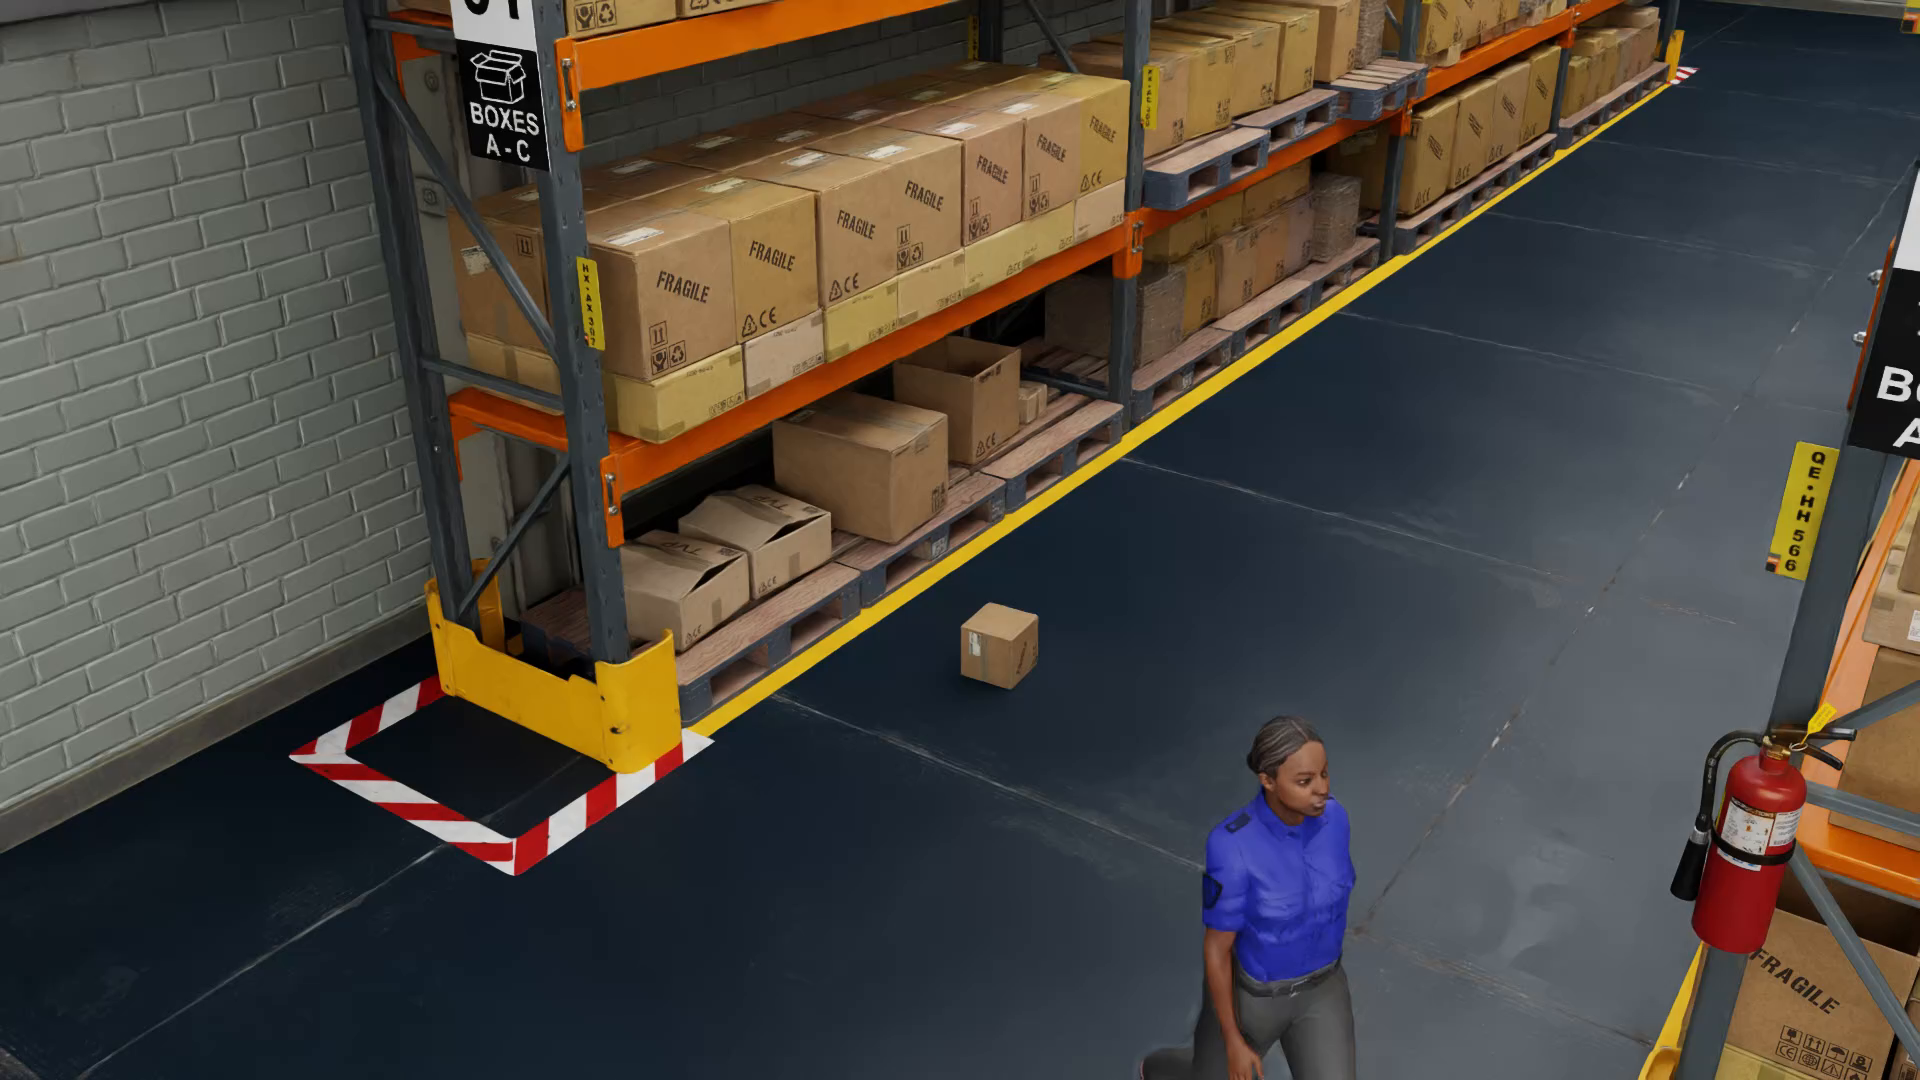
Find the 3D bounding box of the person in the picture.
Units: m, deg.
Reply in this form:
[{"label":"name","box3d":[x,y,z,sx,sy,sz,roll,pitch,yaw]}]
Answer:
[{"label":"person","box3d":[0.800,1.166,4.334,0.447,1.605,0.954,-11,29,-20]}]
